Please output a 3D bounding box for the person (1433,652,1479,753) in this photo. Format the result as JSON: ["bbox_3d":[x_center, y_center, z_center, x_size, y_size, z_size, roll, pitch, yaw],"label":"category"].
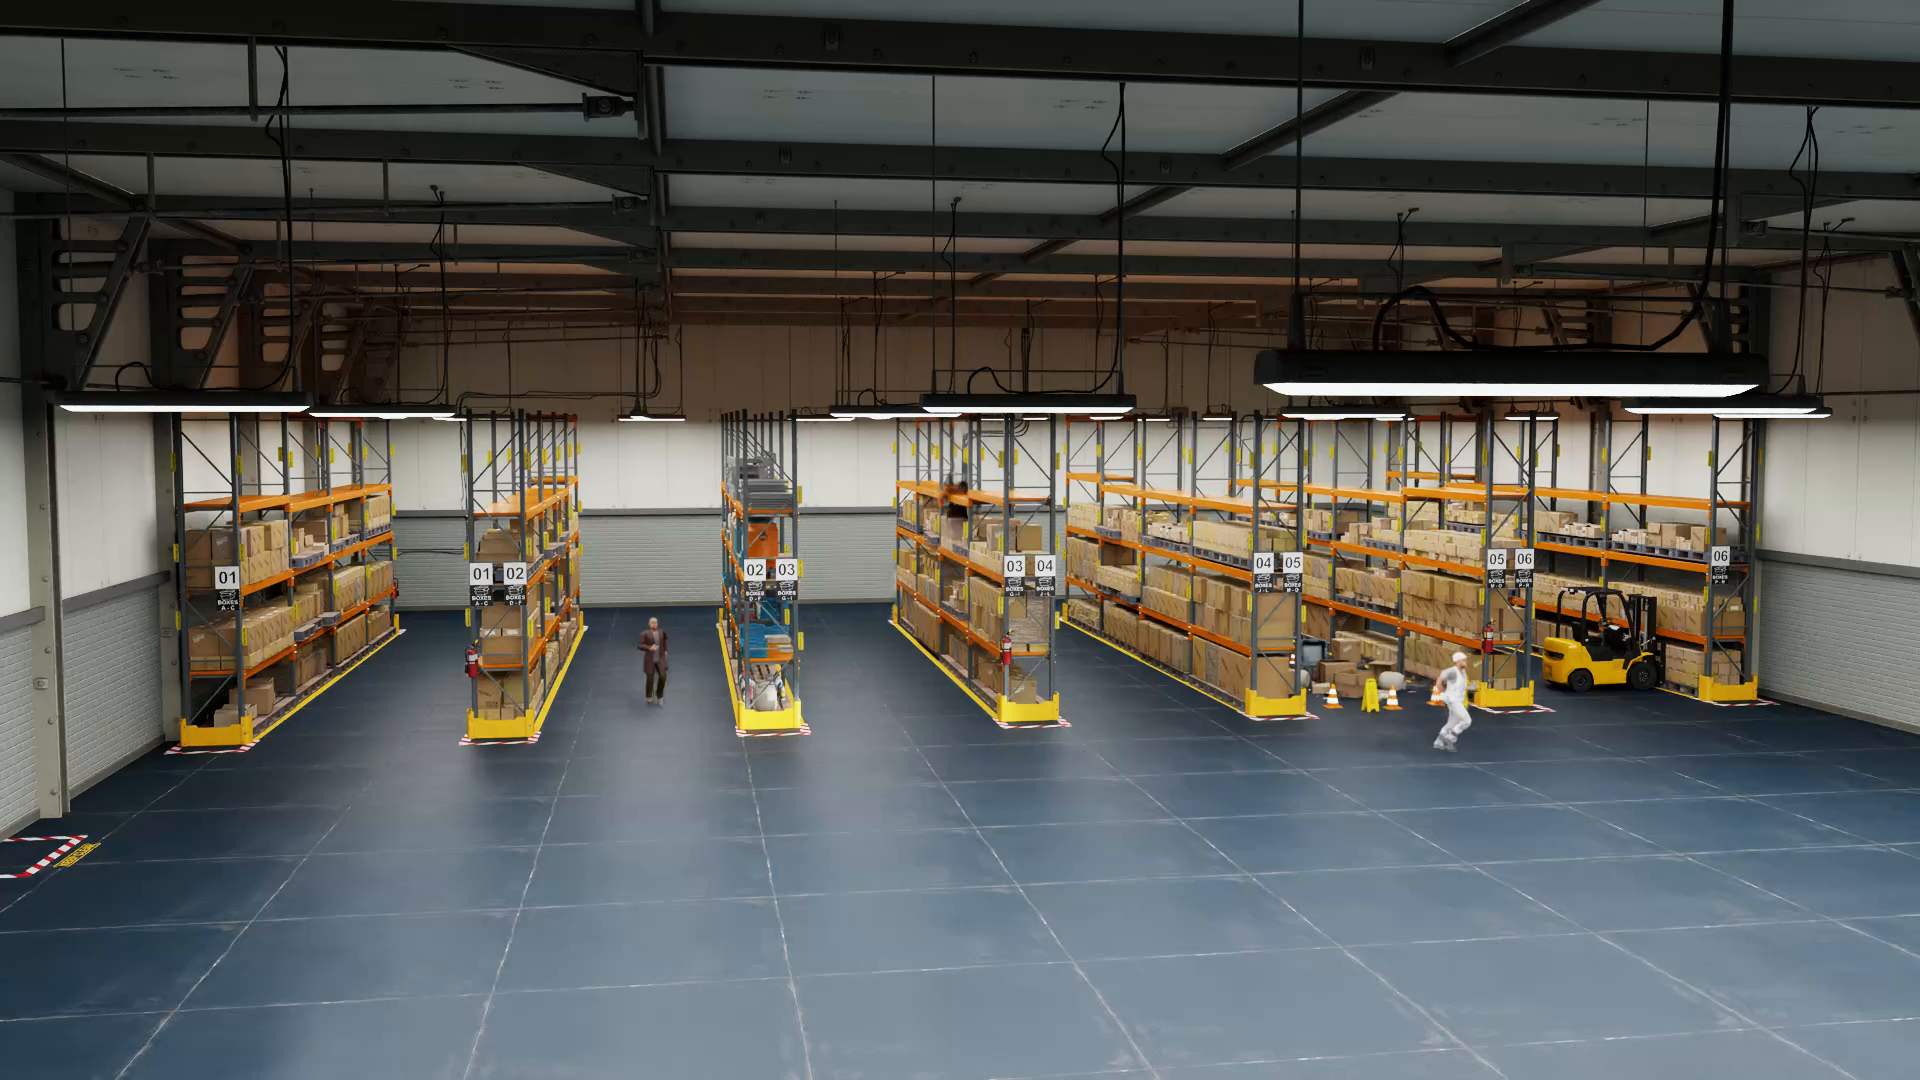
[{"bbox_3d":[8.611,2.820,28.875,0.735,1.750,0.646,3,5,35],"label":"person"}]

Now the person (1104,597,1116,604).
[{"bbox_3d":[4.402,1.412,49.464,0.700,1.791,0.682,3,5,35],"label":"person"}]

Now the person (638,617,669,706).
[{"bbox_3d":[-6.215,2.488,33.787,0.699,1.839,0.812,-2,4,-25],"label":"person"}]
